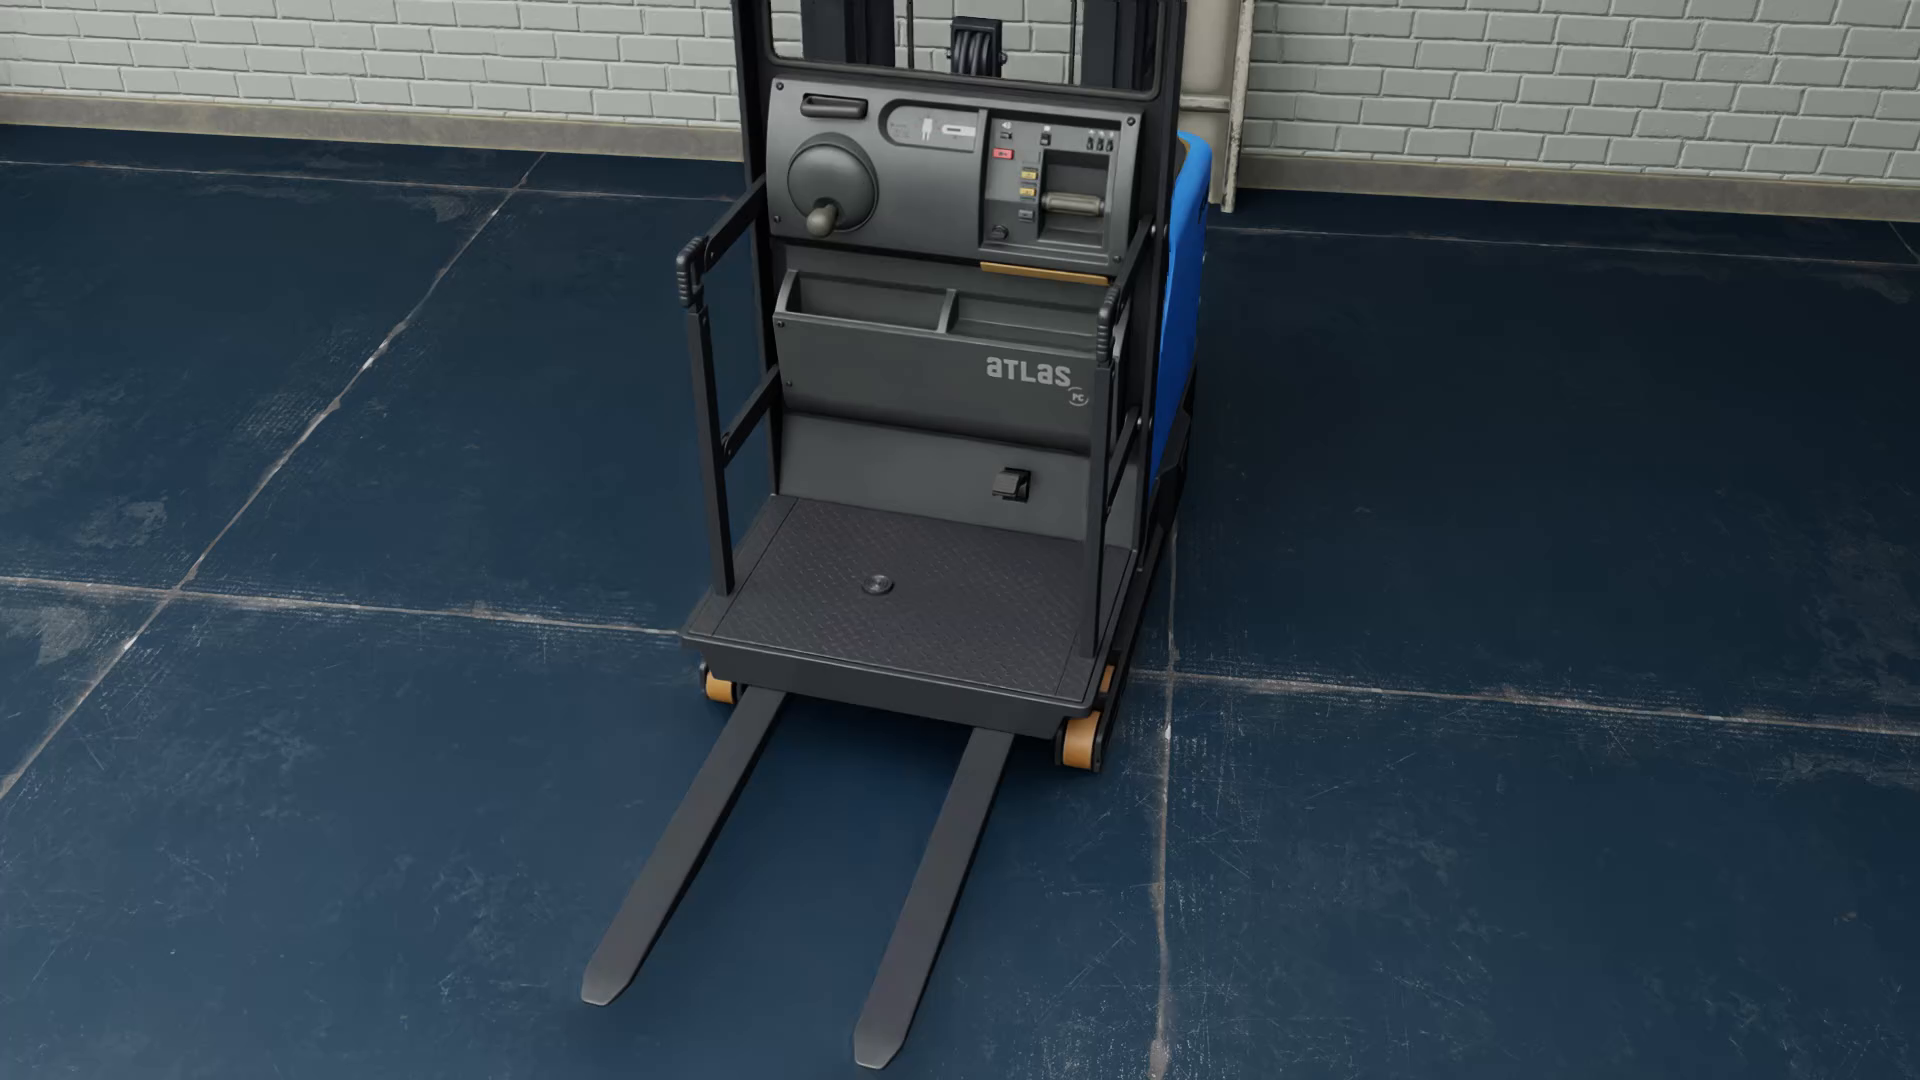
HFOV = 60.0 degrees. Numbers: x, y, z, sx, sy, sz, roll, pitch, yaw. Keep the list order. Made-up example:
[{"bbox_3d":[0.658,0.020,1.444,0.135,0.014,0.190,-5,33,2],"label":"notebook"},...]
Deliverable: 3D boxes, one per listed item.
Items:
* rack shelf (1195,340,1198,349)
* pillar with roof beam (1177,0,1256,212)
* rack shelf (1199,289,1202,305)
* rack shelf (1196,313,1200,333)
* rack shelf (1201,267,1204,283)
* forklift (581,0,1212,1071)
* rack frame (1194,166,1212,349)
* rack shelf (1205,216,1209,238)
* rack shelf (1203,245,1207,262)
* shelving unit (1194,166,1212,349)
[{"bbox_3d":[0.684,-0.722,5.854,0.258,0.077,0.200,-5,36,-6],"label":"rack shelf"},{"bbox_3d":[0.471,-2.714,1.306,0.400,9.000,9.100,4,36,6],"label":"pillar with roof beam"},{"bbox_3d":[0.684,-0.869,5.750,0.258,0.077,0.200,-5,36,-6],"label":"rack shelf"},{"bbox_3d":[0.684,-0.795,5.802,0.258,0.077,0.200,-5,36,-6],"label":"rack shelf"},{"bbox_3d":[0.684,-0.942,5.697,0.258,0.077,0.200,-5,36,-6],"label":"rack shelf"},{"bbox_3d":[-0.081,-0.839,3.902,1.130,2.935,3.031,9,36,12],"label":"forklift"},{"bbox_3d":[0.698,-0.837,5.648,0.240,0.900,0.006,-5,36,-6],"label":"rack frame"},{"bbox_3d":[0.684,-1.088,5.593,0.258,0.077,0.200,-5,36,-6],"label":"rack shelf"},{"bbox_3d":[0.684,-1.015,5.645,0.258,0.077,0.200,-5,36,-6],"label":"rack shelf"},{"bbox_3d":[0.684,-0.896,5.730,0.258,0.900,0.210,-5,36,-6],"label":"shelving unit"}]
